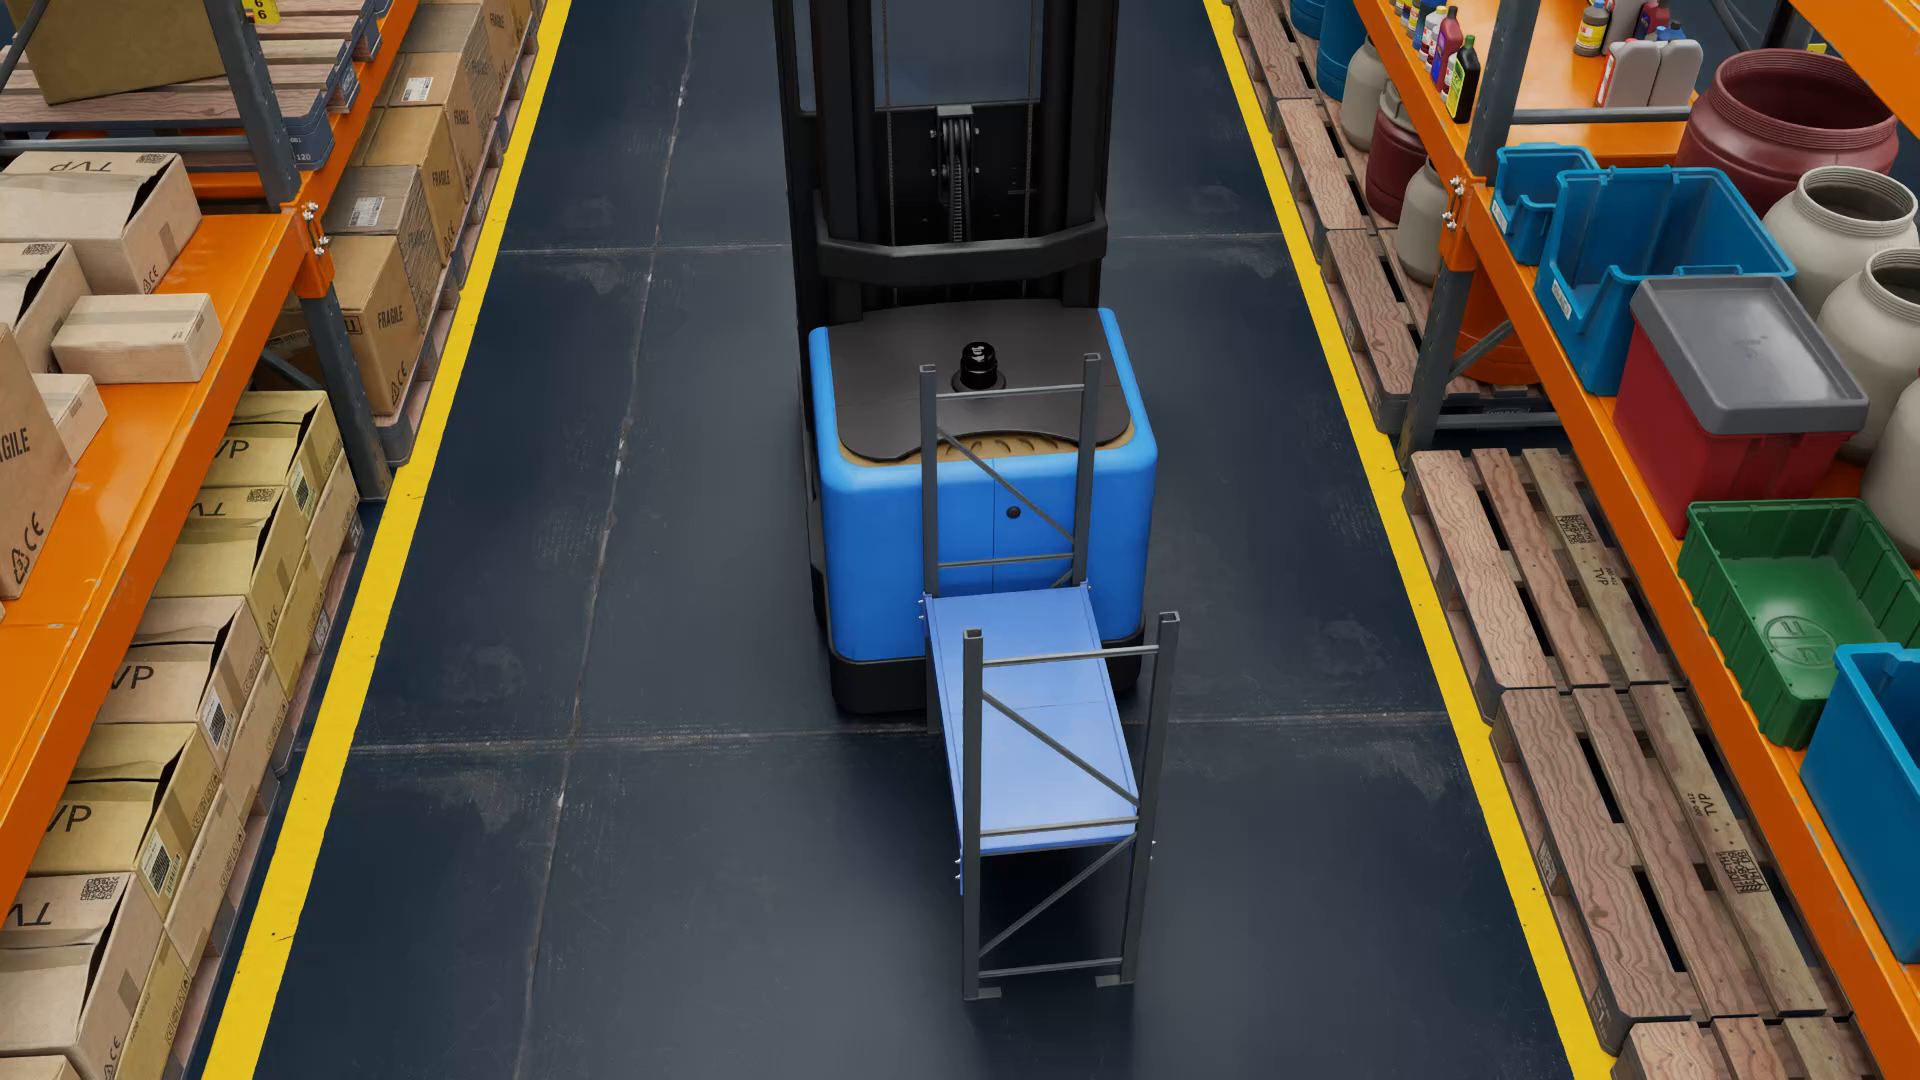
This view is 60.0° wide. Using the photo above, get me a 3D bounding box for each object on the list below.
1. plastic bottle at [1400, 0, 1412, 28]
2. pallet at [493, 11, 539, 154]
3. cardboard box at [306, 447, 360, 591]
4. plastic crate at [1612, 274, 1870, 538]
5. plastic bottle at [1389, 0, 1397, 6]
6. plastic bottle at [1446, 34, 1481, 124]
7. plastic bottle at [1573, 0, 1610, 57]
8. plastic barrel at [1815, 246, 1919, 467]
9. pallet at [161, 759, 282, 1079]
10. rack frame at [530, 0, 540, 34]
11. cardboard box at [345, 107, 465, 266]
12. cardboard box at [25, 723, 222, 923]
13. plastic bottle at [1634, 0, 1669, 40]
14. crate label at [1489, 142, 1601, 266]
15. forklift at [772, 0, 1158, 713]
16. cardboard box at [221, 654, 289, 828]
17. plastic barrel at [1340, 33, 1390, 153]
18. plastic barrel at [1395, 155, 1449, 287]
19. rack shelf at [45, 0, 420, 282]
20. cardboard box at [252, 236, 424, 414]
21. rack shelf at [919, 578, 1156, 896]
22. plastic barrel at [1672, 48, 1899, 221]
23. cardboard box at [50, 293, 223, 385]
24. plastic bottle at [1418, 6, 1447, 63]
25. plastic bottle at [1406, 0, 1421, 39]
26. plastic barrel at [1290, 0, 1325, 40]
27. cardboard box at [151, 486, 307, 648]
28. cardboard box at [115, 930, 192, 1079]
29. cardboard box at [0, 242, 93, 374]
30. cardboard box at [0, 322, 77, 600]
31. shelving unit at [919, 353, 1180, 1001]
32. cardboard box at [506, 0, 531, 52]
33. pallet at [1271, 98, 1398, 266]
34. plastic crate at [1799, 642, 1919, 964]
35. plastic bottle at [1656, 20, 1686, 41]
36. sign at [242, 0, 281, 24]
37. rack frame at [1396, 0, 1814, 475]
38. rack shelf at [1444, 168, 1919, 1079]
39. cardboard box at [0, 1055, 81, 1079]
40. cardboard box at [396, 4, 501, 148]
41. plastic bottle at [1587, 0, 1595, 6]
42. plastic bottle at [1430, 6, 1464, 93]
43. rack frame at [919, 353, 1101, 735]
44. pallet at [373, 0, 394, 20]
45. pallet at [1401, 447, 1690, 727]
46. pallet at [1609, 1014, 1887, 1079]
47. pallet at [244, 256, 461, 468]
[{"bbox_3d":[1.780,-2.130,6.449,0.097,0.271,0.097,0,43,0],"label":"plastic bottle"},{"bbox_3d":[-2.810,-2.404,8.717,1.003,0.211,1.213,-2,43,-2],"label":"pallet"},{"bbox_3d":[-2.446,-0.073,5.834,0.500,0.250,0.500,-1,43,-1],"label":"cardboard box"},{"bbox_3d":[1.999,-0.344,4.358,0.402,0.464,0.583,-2,43,-2],"label":"plastic crate"},{"bbox_3d":[1.772,-2.236,6.616,0.097,0.201,0.097,0,43,0],"label":"plastic bottle"},{"bbox_3d":[1.793,-1.638,5.903,0.061,0.283,0.133,-2,43,-2],"label":"plastic bottle"},{"bbox_3d":[2.398,-1.944,6.298,0.097,0.201,0.097,0,43,0],"label":"plastic bottle"},{"bbox_3d":[2.512,-0.488,4.480,0.421,0.512,0.421,0,43,0],"label":"plastic barrel"},{"bbox_3d":[-2.668,1.126,4.865,1.003,0.211,1.213,-2,43,-2],"label":"pallet"},{"bbox_3d":[-2.882,-3.980,8.373,1.000,3.000,0.127,-2,43,-2],"label":"rack frame"},{"bbox_3d":[-2.490,-1.528,7.222,0.500,0.500,0.500,-2,43,-2],"label":"cardboard box"},{"bbox_3d":[-2.378,0.748,4.523,0.500,0.311,0.500,-1,43,-1],"label":"cardboard box"},{"bbox_3d":[2.573,-1.901,6.191,0.061,0.283,0.133,-2,43,-2],"label":"plastic bottle"},{"bbox_3d":[1.880,-1.063,5.313,0.303,0.233,0.416,-2,43,-2],"label":"crate label"},{"bbox_3d":[-0.074,-1.502,5.719,1.130,2.935,3.031,-5,43,-5],"label":"forklift"},{"bbox_3d":[-2.403,0.614,5.084,0.500,0.250,0.500,-1,43,-1],"label":"cardboard box"},{"bbox_3d":[2.038,-2.128,7.882,0.421,0.512,0.421,0,43,0],"label":"plastic barrel"},{"bbox_3d":[2.085,-1.366,7.050,0.421,0.512,0.421,0,43,0],"label":"plastic barrel"},{"bbox_3d":[-2.797,-2.365,7.143,1.077,0.370,4.000,-2,43,-2],"label":"rack shelf"},{"bbox_3d":[-2.446,-0.836,6.467,0.500,0.500,0.500,0,43,0],"label":"cardboard box"},{"bbox_3d":[0.198,0.539,4.818,0.538,0.185,1.000,-5,43,-5],"label":"rack shelf"},{"bbox_3d":[2.559,-1.165,5.201,0.600,0.536,0.708,-2,43,-2],"label":"plastic barrel"},{"bbox_3d":[-2.398,-0.588,4.858,0.380,0.149,0.250,-2,43,-2],"label":"cardboard box"},{"bbox_3d":[1.793,-1.907,6.258,0.097,0.201,0.097,0,43,0],"label":"plastic bottle"},{"bbox_3d":[1.784,-2.039,6.401,0.097,0.201,0.097,0,43,0],"label":"plastic bottle"},{"bbox_3d":[2.073,-3.134,8.691,0.600,0.901,0.708,-2,43,-2],"label":"plastic barrel"},{"bbox_3d":[-2.416,0.069,5.264,0.500,0.311,0.500,-2,43,-2],"label":"cardboard box"},{"bbox_3d":[-2.357,1.305,4.331,0.500,0.250,0.500,-3,43,-3],"label":"cardboard box"},{"bbox_3d":[-2.868,-0.638,4.792,0.500,0.311,0.500,-2,43,-2],"label":"cardboard box"},{"bbox_3d":[-2.625,-0.185,4.157,0.500,0.500,0.500,-4,43,-4],"label":"cardboard box"},{"bbox_3d":[0.198,0.407,4.696,0.538,1.500,1.048,-5,43,-5],"label":"shelving unit"},{"bbox_3d":[-2.575,-2.896,8.714,0.500,0.500,0.500,-2,43,-2],"label":"cardboard box"},{"bbox_3d":[2.113,-1.744,7.997,1.003,0.211,1.213,-2,43,-2],"label":"pallet"},{"bbox_3d":[2.049,0.551,3.441,0.392,0.384,0.575,-2,43,-2],"label":"plastic crate"},{"bbox_3d":[2.564,-1.753,6.037,0.097,0.271,0.097,0,43,0],"label":"plastic bottle"},{"bbox_3d":[-2.158,-1.725,5.055,0.100,0.325,0.005,-2,43,-2],"label":"sign"},{"bbox_3d":[2.237,-1.420,5.579,1.000,3.000,0.127,-2,43,-2],"label":"rack frame"},{"bbox_3d":[2.321,0.196,4.349,1.077,0.370,4.000,-2,43,-2],"label":"rack shelf"},{"bbox_3d":[-2.327,1.448,3.759,0.500,0.311,0.500,-2,43,-2],"label":"cardboard box"},{"bbox_3d":[-2.542,-2.224,7.980,0.500,0.500,0.500,-1,43,-1],"label":"cardboard box"},{"bbox_3d":[2.552,-2.238,6.558,0.061,0.283,0.133,-2,43,-2],"label":"plastic bottle"},{"bbox_3d":[1.783,-1.793,6.073,0.061,0.283,0.133,-2,43,-2],"label":"plastic bottle"},{"bbox_3d":[0.139,0.066,5.068,0.500,1.500,0.032,-5,43,-5],"label":"rack frame"},{"bbox_3d":[-2.800,-2.522,6.924,1.003,0.211,1.213,-2,43,-2],"label":"pallet"},{"bbox_3d":[2.231,0.132,5.949,1.003,0.211,1.213,-2,43,-2],"label":"pallet"},{"bbox_3d":[2.334,1.780,4.152,1.003,0.211,1.213,-2,43,-2],"label":"pallet"},{"bbox_3d":[-2.706,-0.757,6.920,1.003,0.211,1.213,-2,43,-2],"label":"pallet"}]
